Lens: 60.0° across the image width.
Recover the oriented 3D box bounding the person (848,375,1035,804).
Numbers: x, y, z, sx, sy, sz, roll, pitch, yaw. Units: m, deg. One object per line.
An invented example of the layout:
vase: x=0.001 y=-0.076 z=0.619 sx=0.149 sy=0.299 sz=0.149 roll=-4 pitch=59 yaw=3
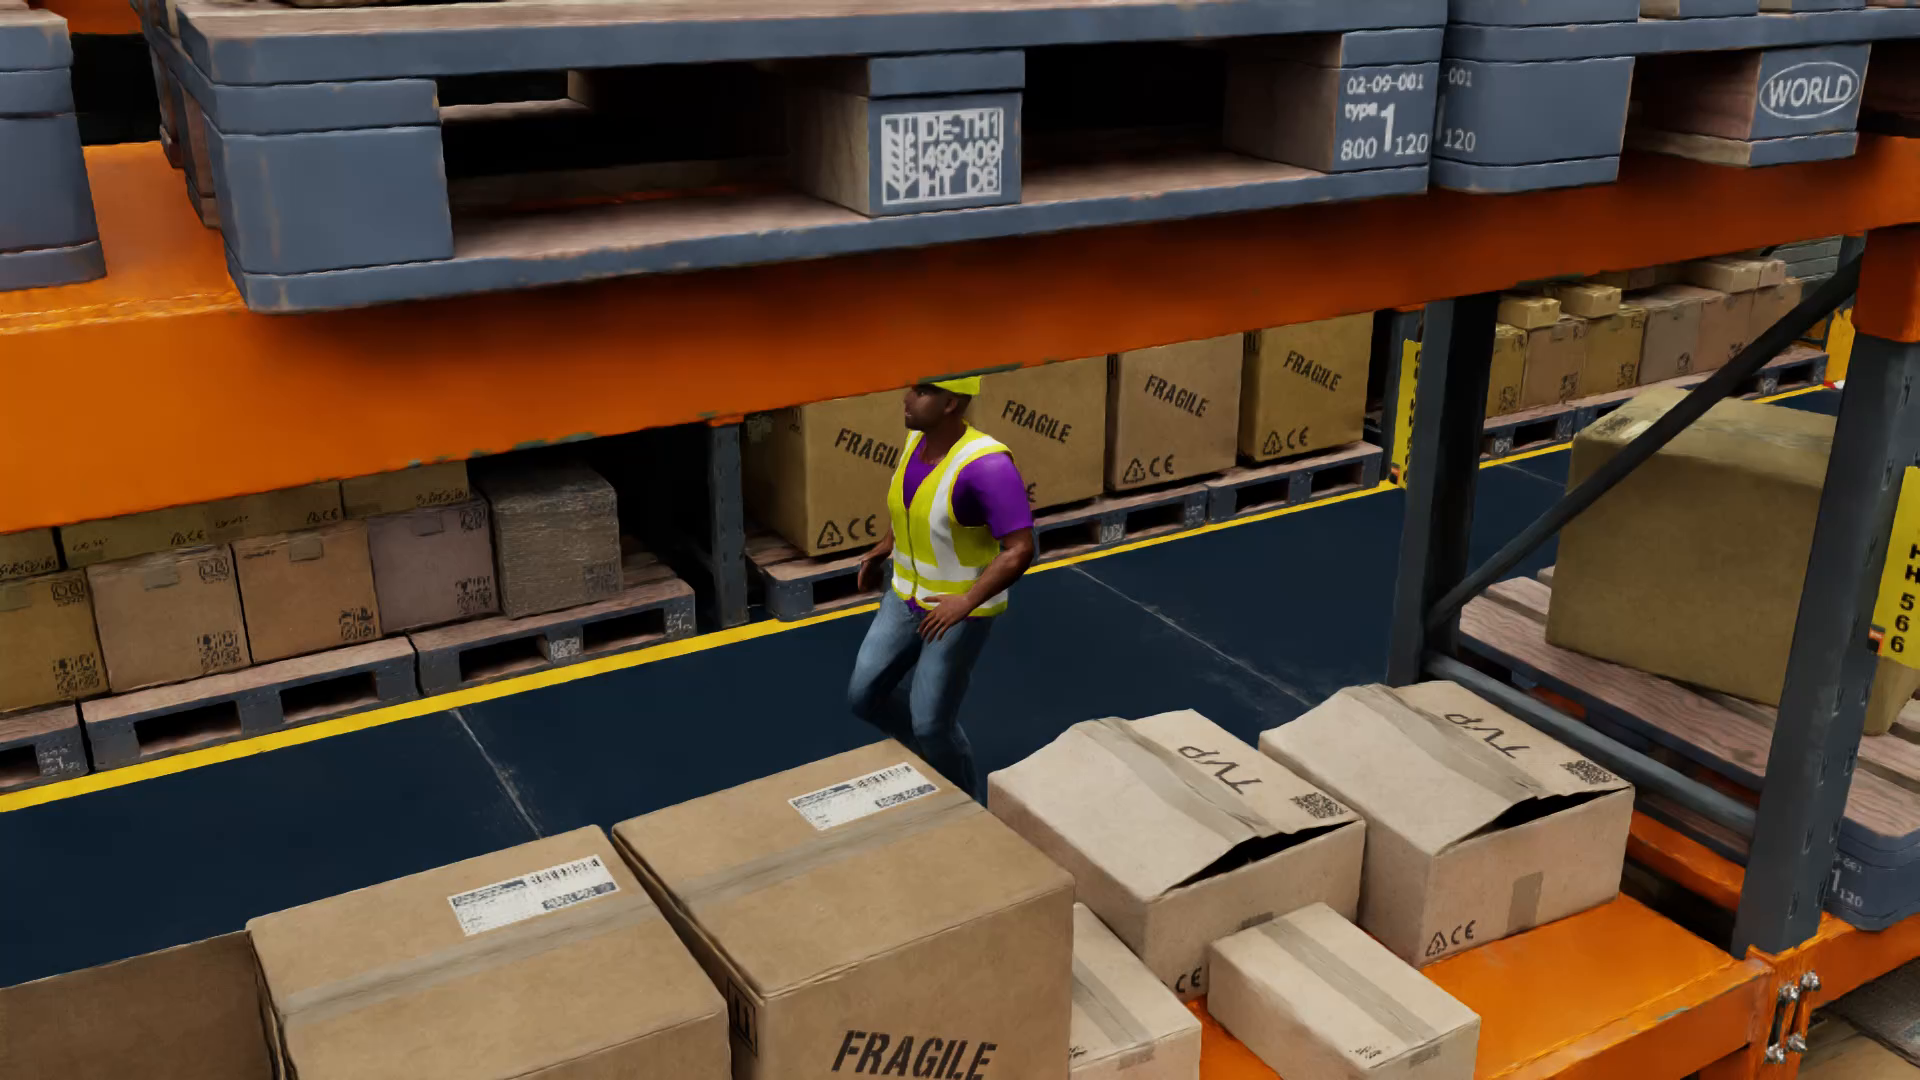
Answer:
person: x=-0.072 y=0.214 z=5.562 sx=0.523 sy=1.732 sz=0.749 roll=-18 pitch=28 yaw=-39
